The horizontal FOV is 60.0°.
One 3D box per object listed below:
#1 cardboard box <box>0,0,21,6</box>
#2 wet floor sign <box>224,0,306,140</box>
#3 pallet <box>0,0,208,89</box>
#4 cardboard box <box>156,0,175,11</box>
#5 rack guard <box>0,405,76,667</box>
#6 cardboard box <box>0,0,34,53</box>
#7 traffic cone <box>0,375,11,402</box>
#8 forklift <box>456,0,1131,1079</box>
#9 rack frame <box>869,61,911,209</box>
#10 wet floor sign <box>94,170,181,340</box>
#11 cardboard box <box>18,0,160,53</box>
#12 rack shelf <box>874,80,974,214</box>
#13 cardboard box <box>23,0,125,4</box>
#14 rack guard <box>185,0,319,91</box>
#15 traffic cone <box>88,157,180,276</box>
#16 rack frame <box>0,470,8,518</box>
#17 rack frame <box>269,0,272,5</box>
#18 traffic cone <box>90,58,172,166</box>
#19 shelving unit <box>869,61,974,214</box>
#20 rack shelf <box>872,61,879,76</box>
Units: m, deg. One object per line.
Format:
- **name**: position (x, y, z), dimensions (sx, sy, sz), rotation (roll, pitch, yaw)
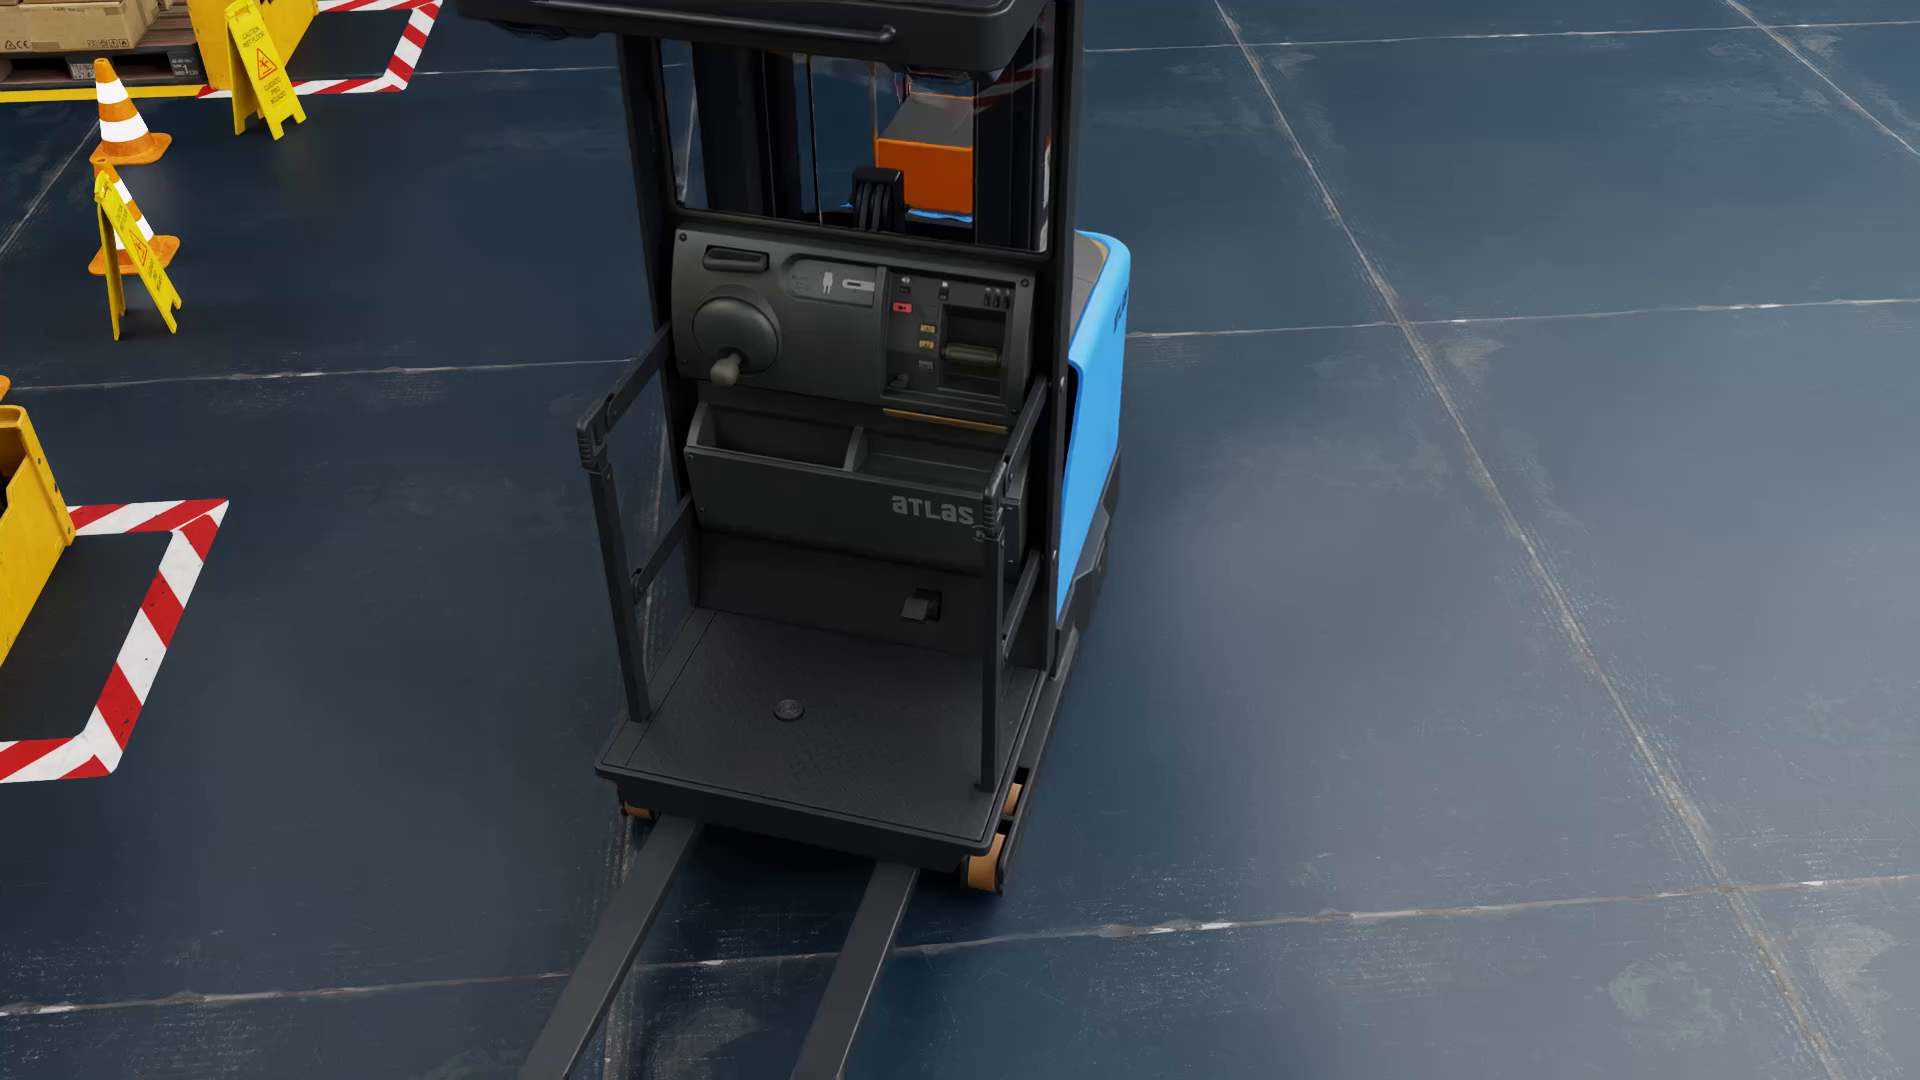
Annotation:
- **cardboard box**: position (-5.054, -3.056, 8.477), dimensions (0.500, 0.500, 0.500), rotation (-2, 38, -2)
- **wet floor sign**: position (-3.476, -2.338, 8.192), dimensions (0.232, 0.644, 0.267), rotation (9, 39, 12)
- **pallet**: position (-4.648, -2.790, 9.116), dimensions (1.213, 0.211, 1.003), rotation (-3, 38, -4)
- **cardboard box**: position (-4.588, -3.124, 9.168), dimensions (0.500, 0.250, 0.500), rotation (-3, 38, -4)
- **rack guard**: position (-3.197, 0.117, 5.198), dimensions (0.348, 0.500, 1.175), rotation (-3, 38, -4)
- **cardboard box**: position (-5.058, -2.763, 8.711), dimensions (0.500, 0.250, 0.500), rotation (-3, 38, -4)
- **traffic cone**: position (-3.875, -0.714, 6.282), dimensions (0.334, 0.463, 0.336), rotation (-3, 38, -4)
- **forklift**: position (-0.330, -0.465, 3.973), dimensions (1.130, 2.935, 3.031), rotation (10, 39, 12)
- **rack frame**: position (-0.228, -1.245, 5.633), dimensions (0.015, 2.100, 0.400), rotation (9, 39, 11)
- **wet floor sign**: position (-3.367, -1.162, 6.702), dimensions (0.232, 0.644, 0.267), rotation (-9, 39, -12)
- **cardboard box**: position (-4.565, -2.786, 8.740), dimensions (0.500, 0.250, 0.500), rotation (-3, 38, -4)
- **rack shelf**: position (0.008, -1.197, 5.594), dimensions (0.480, 0.518, 0.431), rotation (9, 39, 11)
- **cardboard box**: position (-4.534, -3.087, 8.516), dimensions (0.500, 0.500, 0.500), rotation (-3, 38, -4)
- **rack guard**: position (-3.835, -2.926, 9.055), dimensions (0.348, 0.500, 1.175), rotation (-3, 38, -4)
- **traffic cone**: position (-3.637, -1.430, 7.189), dimensions (0.334, 0.463, 0.336), rotation (-3, 38, -4)
- **rack frame**: position (-3.220, -0.863, 4.422), dimensions (0.127, 3.000, 1.000), rotation (-3, 38, -4)
- **rack frame**: position (-3.760, -3.912, 8.286), dimensions (0.127, 3.000, 1.000), rotation (-3, 38, -4)
- **traffic cone**: position (-4.074, -2.096, 8.033), dimensions (0.334, 0.463, 0.336), rotation (-3, 38, -4)
- **shelving unit**: position (0.008, -1.207, 5.585), dimensions (0.503, 2.100, 0.431), rotation (9, 39, 11)
- **rack shelf**: position (0.008, -1.746, 5.160), dimensions (0.480, 0.518, 0.431), rotation (9, 39, 11)
